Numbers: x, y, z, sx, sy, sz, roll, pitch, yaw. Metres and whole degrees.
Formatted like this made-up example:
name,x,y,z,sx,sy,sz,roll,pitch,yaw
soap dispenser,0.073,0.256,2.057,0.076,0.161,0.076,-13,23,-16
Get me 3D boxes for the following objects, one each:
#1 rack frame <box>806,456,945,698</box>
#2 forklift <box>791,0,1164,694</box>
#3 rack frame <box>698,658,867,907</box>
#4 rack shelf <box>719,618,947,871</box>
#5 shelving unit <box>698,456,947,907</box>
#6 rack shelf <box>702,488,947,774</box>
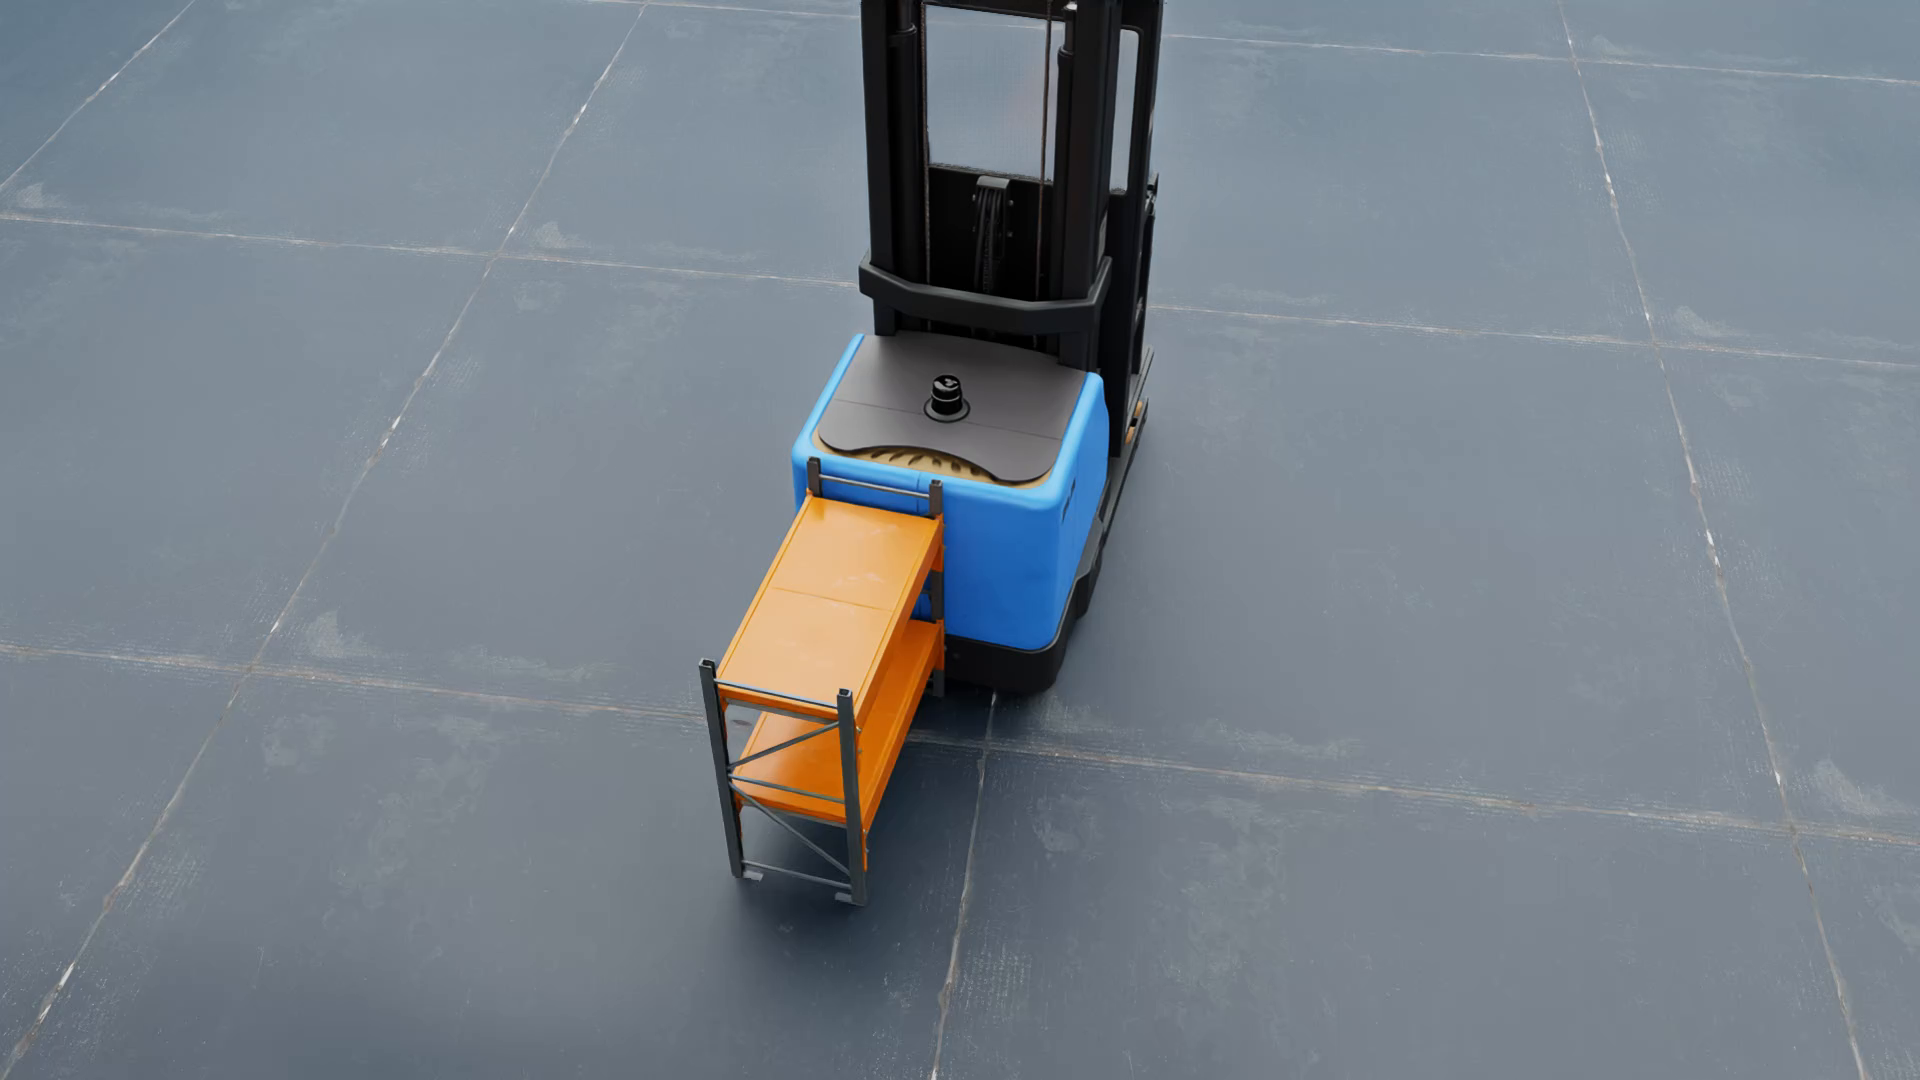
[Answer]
name,x,y,z,sx,sy,sz,roll,pitch,yaw
rack frame,-0.304,0.163,6.282,0.500,1.125,0.032,11,45,11
forklift,0.252,-1.489,6.713,1.130,2.935,3.031,11,45,11
rack frame,-0.577,0.836,5.571,0.500,1.125,0.032,11,45,11
rack shelf,-0.441,0.677,6.094,0.538,0.278,1.000,11,45,11
shelving unit,-0.441,0.500,5.926,0.538,1.125,1.048,11,45,11
rack shelf,-0.441,0.287,5.725,0.538,0.278,1.000,11,45,11
